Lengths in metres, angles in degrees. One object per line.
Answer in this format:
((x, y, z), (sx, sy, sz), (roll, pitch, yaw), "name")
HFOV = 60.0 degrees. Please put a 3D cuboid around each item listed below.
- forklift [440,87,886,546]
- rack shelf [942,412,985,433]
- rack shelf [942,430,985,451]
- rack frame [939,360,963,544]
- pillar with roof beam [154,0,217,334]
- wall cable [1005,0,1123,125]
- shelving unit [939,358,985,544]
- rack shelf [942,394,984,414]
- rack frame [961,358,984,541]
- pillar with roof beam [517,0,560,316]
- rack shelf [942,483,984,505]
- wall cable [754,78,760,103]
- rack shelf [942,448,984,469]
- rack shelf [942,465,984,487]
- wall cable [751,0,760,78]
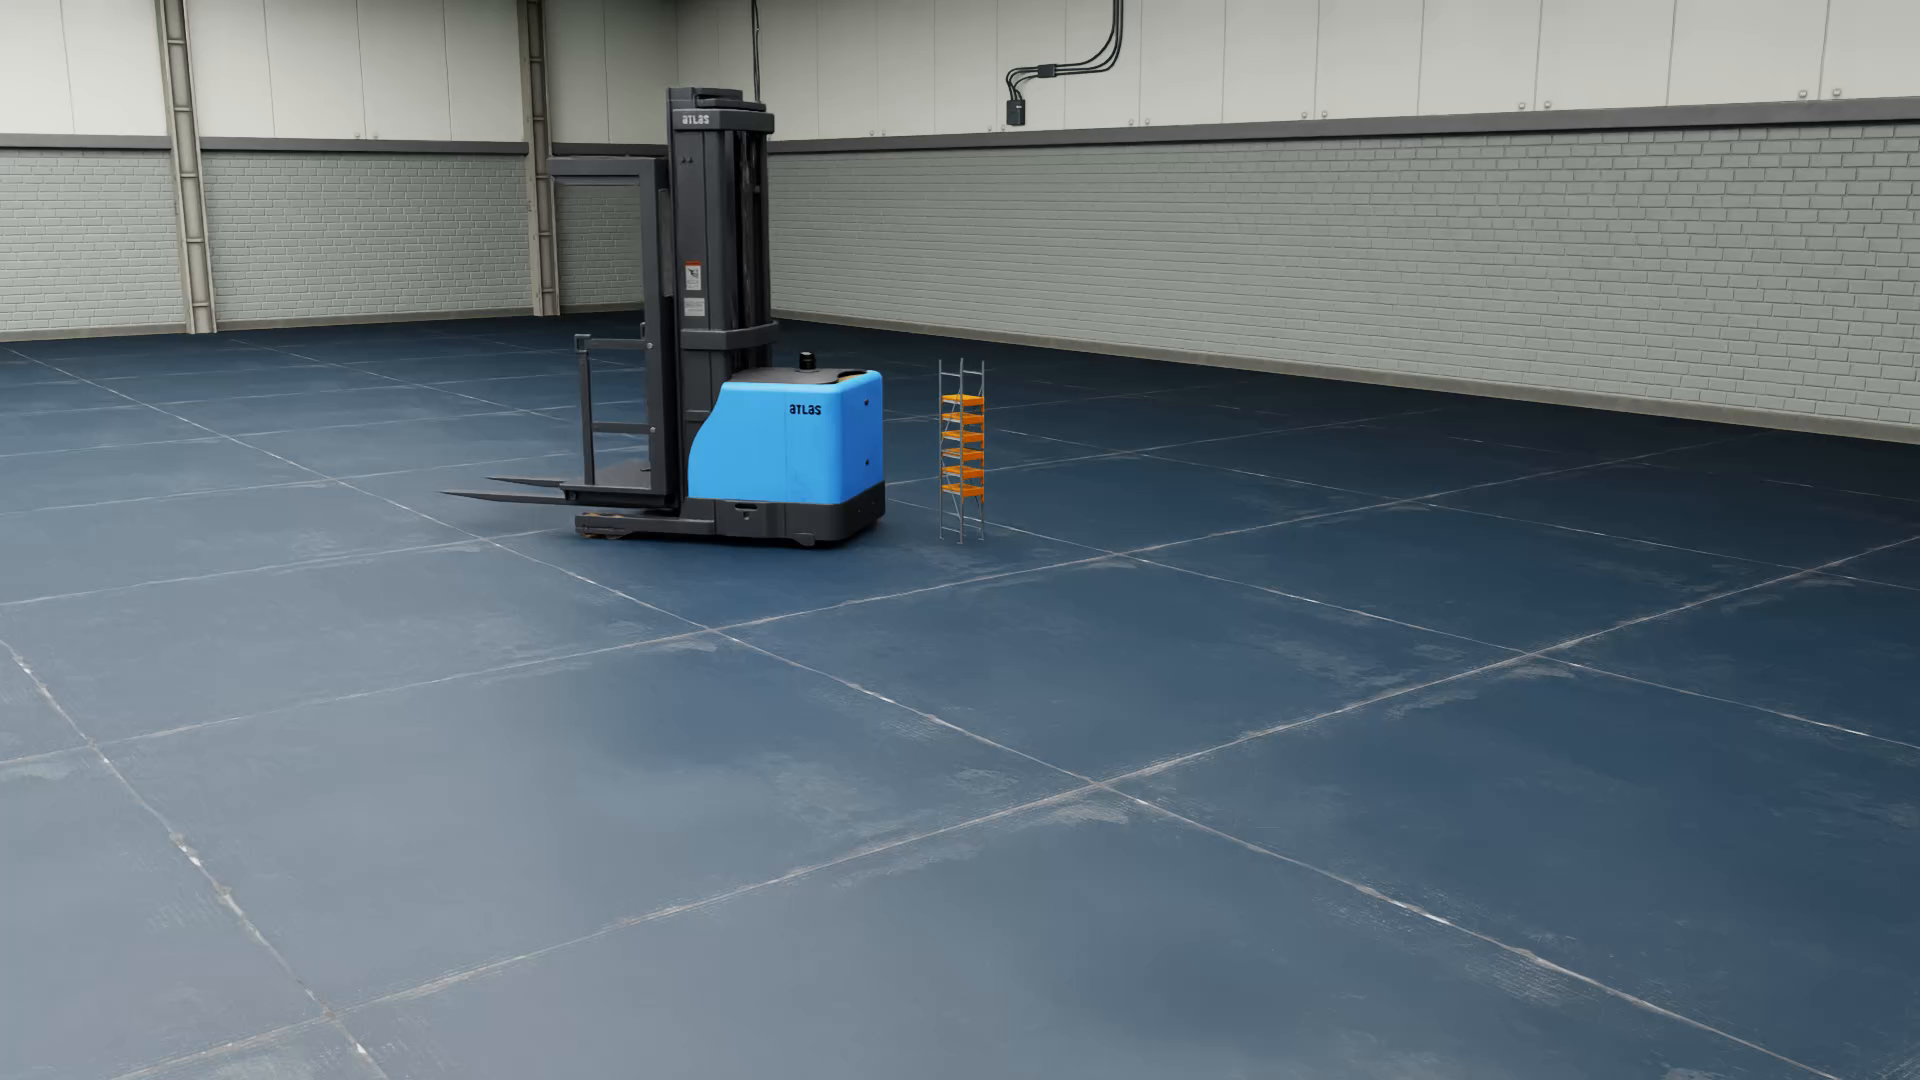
((-2.096, -1.538, 11.317), (3.031, 2.935, 1.130), (3, 12, 15), "forklift")
((0.011, -0.780, 10.972), (0.180, 0.103, 0.258), (-9, 15, -38), "rack shelf")
((0.011, -0.663, 10.997), (0.180, 0.103, 0.258), (-9, 15, -38), "rack shelf")
((-0.060, -0.577, 10.957), (0.006, 1.200, 0.240), (-9, 15, -38), "rack frame")
((-9.615, -7.071, 22.764), (0.400, 9.000, 9.100), (-9, 15, -38), "pillar with roof beam")
((1.426, -8.837, 22.895), (0.169, 6.003, 2.305), (-9, 15, -38), "wall cable")
((0.011, -0.589, 11.013), (0.189, 1.200, 0.258), (-9, 15, -38), "shelving unit")
((0.011, -0.897, 10.947), (0.180, 0.103, 0.258), (-9, 15, -38), "rack shelf")
((0.083, -0.601, 11.069), (0.006, 1.200, 0.240), (-9, 15, -38), "rack frame")
((-4.930, -7.850, 26.431), (0.400, 9.000, 9.100), (-9, 15, -38), "pillar with roof beam")
((0.011, -0.311, 11.072), (0.180, 0.103, 0.258), (-9, 15, -38), "rack shelf")
((-4.492, -7.197, 30.832), (0.112, 2.526, 3.097), (-9, 15, -38), "wall cable")
((0.011, -0.545, 11.022), (0.180, 0.103, 0.258), (-9, 15, -38), "rack shelf")
((0.011, -0.428, 11.047), (0.180, 0.103, 0.258), (-9, 15, -38), "rack shelf")
((-2.802, -9.228, 28.241), (0.112, 2.526, 3.097), (-9, 15, -38), "wall cable")
